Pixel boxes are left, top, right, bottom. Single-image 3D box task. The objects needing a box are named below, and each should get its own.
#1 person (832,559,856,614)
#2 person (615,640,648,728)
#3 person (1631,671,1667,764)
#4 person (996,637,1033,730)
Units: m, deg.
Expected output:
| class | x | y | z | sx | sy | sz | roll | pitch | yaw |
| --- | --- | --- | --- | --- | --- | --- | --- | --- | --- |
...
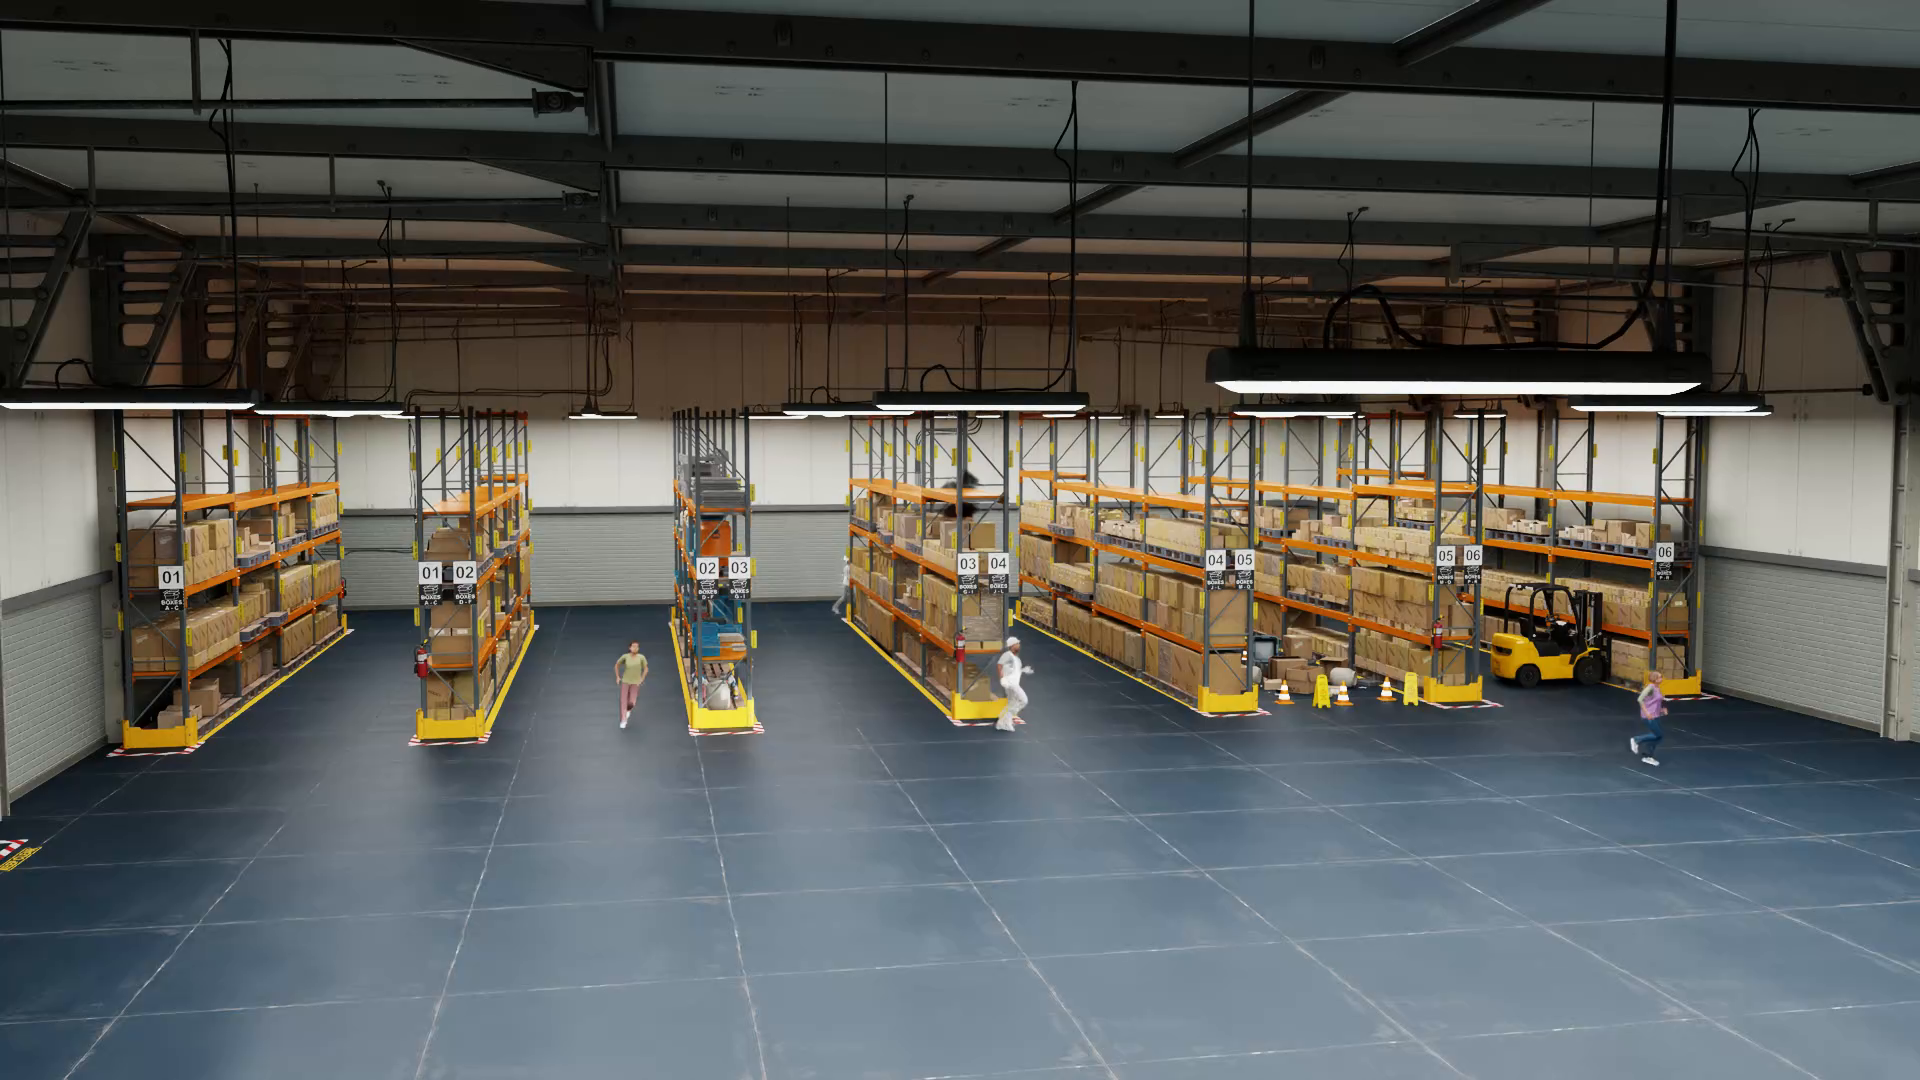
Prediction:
| class | x | y | z | sx | sy | sz | roll | pitch | yaw |
| --- | --- | --- | --- | --- | --- | --- | --- | --- | --- |
| person | -3.310 | 1.360 | 49.020 | 0.904 | 1.830 | 0.665 | 1 | 4 | 15 |
| person | -6.203 | 2.701 | 31.409 | 0.620 | 1.633 | 0.582 | -1 | 4 | -10 |
| person | 11.573 | 2.971 | 27.920 | 0.534 | 1.557 | 0.553 | 3 | 5 | 40 |
| person | 0.996 | 2.660 | 30.782 | 0.687 | 1.733 | 0.704 | 1 | 4 | 10 |
